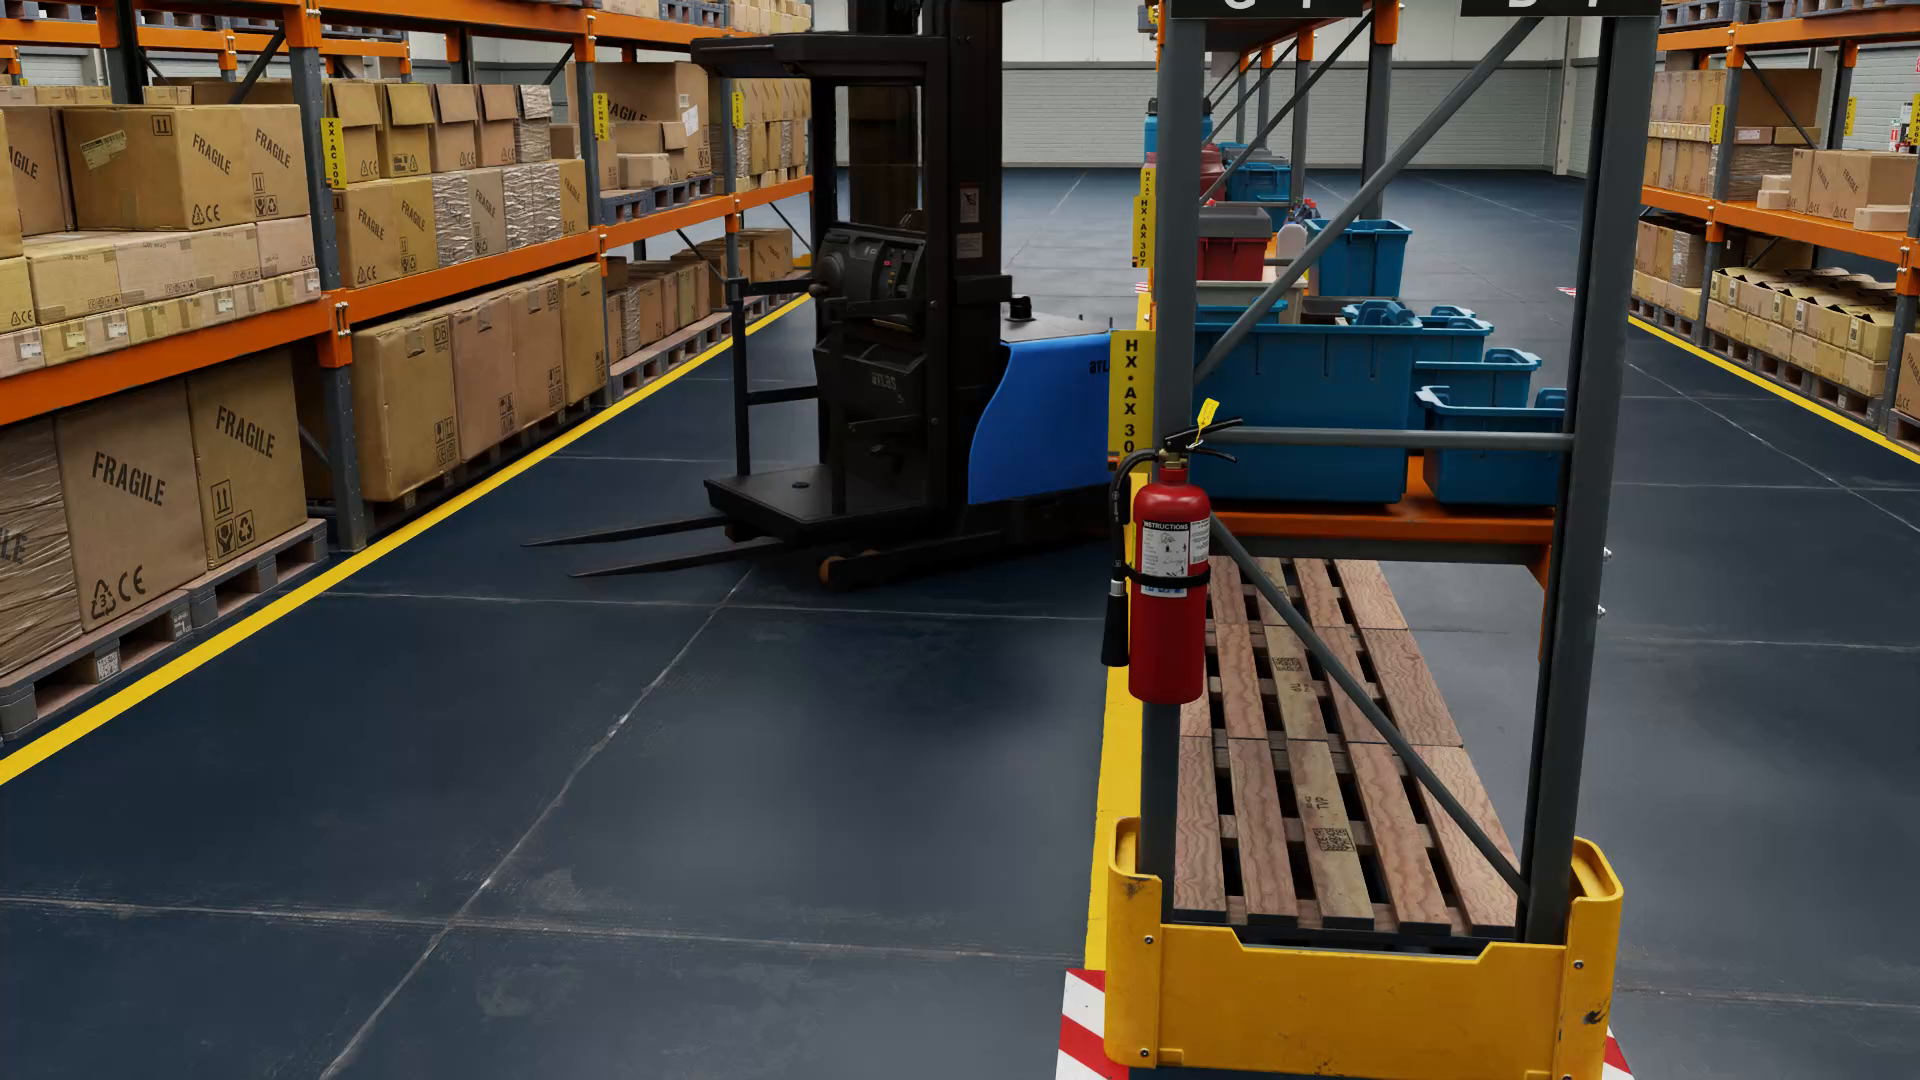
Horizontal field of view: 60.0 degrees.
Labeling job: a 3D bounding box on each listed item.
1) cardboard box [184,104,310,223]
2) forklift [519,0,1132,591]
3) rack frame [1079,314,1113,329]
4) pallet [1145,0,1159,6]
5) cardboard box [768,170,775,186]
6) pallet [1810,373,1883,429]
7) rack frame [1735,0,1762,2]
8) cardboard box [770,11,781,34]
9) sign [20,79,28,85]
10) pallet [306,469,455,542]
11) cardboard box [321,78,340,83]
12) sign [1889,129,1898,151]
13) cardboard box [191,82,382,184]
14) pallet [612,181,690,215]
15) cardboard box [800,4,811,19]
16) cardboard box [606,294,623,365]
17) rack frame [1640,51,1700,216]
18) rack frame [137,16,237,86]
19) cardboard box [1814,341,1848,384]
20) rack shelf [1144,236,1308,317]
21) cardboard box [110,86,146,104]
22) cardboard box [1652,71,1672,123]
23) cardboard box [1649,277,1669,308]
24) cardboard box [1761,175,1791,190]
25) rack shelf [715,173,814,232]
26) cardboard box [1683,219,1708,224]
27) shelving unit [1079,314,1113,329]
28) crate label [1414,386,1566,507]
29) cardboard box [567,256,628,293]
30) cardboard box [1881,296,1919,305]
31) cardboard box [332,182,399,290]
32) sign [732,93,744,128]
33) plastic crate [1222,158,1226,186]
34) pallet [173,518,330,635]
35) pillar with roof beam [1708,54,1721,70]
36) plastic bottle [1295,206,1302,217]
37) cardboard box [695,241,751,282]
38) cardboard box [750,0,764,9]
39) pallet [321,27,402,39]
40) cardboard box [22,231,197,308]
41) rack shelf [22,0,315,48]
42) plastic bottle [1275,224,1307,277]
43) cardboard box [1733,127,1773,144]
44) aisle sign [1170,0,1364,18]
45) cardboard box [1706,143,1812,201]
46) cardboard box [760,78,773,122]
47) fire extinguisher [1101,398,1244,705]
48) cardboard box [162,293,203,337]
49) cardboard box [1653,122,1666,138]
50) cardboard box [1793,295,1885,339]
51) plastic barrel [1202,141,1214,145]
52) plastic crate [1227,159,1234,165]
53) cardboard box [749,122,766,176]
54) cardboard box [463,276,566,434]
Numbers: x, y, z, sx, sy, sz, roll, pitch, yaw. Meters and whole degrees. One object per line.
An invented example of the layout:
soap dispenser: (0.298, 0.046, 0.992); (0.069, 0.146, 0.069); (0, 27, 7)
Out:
cardboard box: (-3.321, -1.710, 7.519); (0.500, 0.500, 0.500); (2, 15, 8)
forklift: (-0.613, -1.331, 7.971); (3.031, 2.935, 1.130); (-10, 18, -32)
rack frame: (0.747, -0.739, 9.377); (0.200, 1.050, 0.008); (9, 17, 26)
pallet: (1.654, -3.456, 10.313); (1.003, 0.211, 1.213); (2, 15, 6)
cardboard box: (-2.153, -3.793, 17.426); (0.380, 0.149, 0.250); (2, 15, 6)
pallet: (6.891, -1.014, 12.009); (1.003, 0.211, 1.213); (2, 15, 6)
rack frame: (7.210, -6.082, 13.914); (1.000, 3.000, 0.127); (2, 15, 6)
cardboard box: (-2.154, -5.366, 17.301); (0.500, 0.250, 0.500); (1, 15, 5)
sign: (-11.478, -5.498, 20.423); (0.100, 0.325, 0.005); (2, 15, 6)
pallet: (-3.523, -0.260, 9.218); (1.003, 0.211, 1.213); (2, 15, 6)
cardboard box: (-7.277, -4.759, 18.158); (0.875, 0.550, 0.500); (2, 15, 6)
sign: (14.523, -6.225, 25.867); (0.001, 0.329, 0.234); (2, 15, 6)
cardboard box: (-3.471, -2.102, 8.575); (0.797, 0.503, 0.637); (1, 15, 5)
pallet: (-2.901, -2.863, 13.871); (1.003, 0.211, 1.213); (2, 15, 6)
cardboard box: (-1.902, -6.003, 18.892); (0.380, 0.149, 0.250); (2, 15, 6)
cardboard box: (-3.028, -1.621, 12.856); (0.700, 0.500, 0.500); (1, 15, 3)
rack frame: (7.662, -4.223, 18.533); (1.000, 3.000, 0.127); (2, 15, 6)
rack frame: (-7.549, -3.651, 16.416); (1.000, 3.000, 0.127); (2, 15, 6)
cardboard box: (6.631, -1.301, 12.190); (0.500, 0.250, 0.500); (2, 15, 6)
rack shelf: (1.612, -1.429, 9.579); (1.077, 0.370, 4.000); (2, 15, 6)
cardboard box: (-7.713, -3.788, 14.818); (0.700, 0.500, 0.500); (2, 15, 7)
cardboard box: (7.480, -4.496, 16.865); (0.700, 0.500, 0.500); (2, 15, 6)
cardboard box: (7.154, -2.447, 16.429); (0.500, 0.250, 0.500); (2, 15, 6)
cardboard box: (7.198, -2.984, 14.239); (0.500, 0.250, 0.500); (3, 15, 10)
rack shelf: (-2.407, -3.650, 17.791); (1.077, 0.370, 4.000); (2, 15, 6)
cardboard box: (7.799, -3.053, 17.232); (0.500, 0.500, 0.500); (2, 15, 6)
shelving unit: (0.690, -0.711, 9.272); (0.215, 1.050, 0.252); (9, 17, 26)
crate label: (1.290, -0.223, 3.945); (0.416, 0.233, 0.303); (2, 15, 6)
cardboard box: (-2.988, -2.121, 13.269); (0.500, 0.250, 0.500); (3, 16, 13)
cardboard box: (7.221, -1.690, 12.555); (0.500, 0.311, 0.500); (1, 15, 5)
cardboard box: (-3.235, -1.564, 8.507); (0.500, 0.500, 0.500); (2, 15, 6)
sign: (-2.080, -4.022, 15.571); (0.100, 0.325, 0.005); (2, 15, 6)
plastic crate: (2.474, -3.435, 15.736); (0.767, 0.338, 0.504); (2, 15, 6)
pallet: (-3.699, 0.138, 7.749); (1.003, 0.211, 1.213); (2, 15, 6)
pillar with roof beam: (11.118, -11.562, 34.182); (9.100, 9.000, 0.400); (2, 15, 6)
plastic bottle: (2.115, -1.925, 10.282); (0.097, 0.271, 0.097); (0, 15, 0)
cardboard box: (-2.498, -2.889, 17.584); (0.500, 0.500, 0.500); (0, 15, 1)
cardboard box: (-2.174, -5.394, 16.640); (0.380, 0.149, 0.250); (1, 15, 5)
pallet: (-7.171, -5.901, 19.160); (1.003, 0.211, 1.213); (2, 15, 6)
cardboard box: (-3.437, -1.086, 6.648); (0.500, 0.250, 0.500); (2, 15, 7)
rack shelf: (-3.761, -1.985, 5.890); (1.077, 0.370, 4.000); (2, 15, 6)
plastic bottle: (1.770, -1.551, 8.890); (0.152, 0.276, 0.135); (2, 15, 6)
cardboard box: (7.028, -3.624, 14.883); (0.380, 0.149, 0.250); (2, 15, 6)
aisle sign: (0.636, -1.465, 3.353); (0.394, 0.787, 0.004); (2, 15, 6)
cardboard box: (7.254, -3.349, 15.110); (0.700, 0.500, 0.500); (1, 15, 5)
cardboard box: (-2.217, -4.522, 16.960); (0.500, 0.500, 0.500); (2, 15, 6)
fire extinguisher: (0.466, 0.023, 3.693); (0.296, 0.674, 0.183); (2, 15, 6)
cardboard box: (-3.360, -0.927, 6.823); (0.380, 0.149, 0.250); (2, 15, 7)
cardboard box: (7.260, -4.155, 16.847); (0.380, 0.149, 0.250); (2, 15, 6)
cardboard box: (6.685, -1.703, 12.603); (0.500, 0.311, 0.500); (2, 15, 6)
plastic barrel: (1.963, -3.156, 14.328); (0.433, 0.535, 0.433); (0, 15, 0)
plastic crate: (2.474, -3.030, 14.150); (0.392, 0.384, 0.575); (2, 15, 6)
cardboard box: (-2.429, -3.914, 16.628); (0.875, 0.500, 0.500); (2, 15, 6)
cardboard box: (-3.290, -1.209, 10.651); (1.225, 0.875, 0.875); (2, 15, 6)
